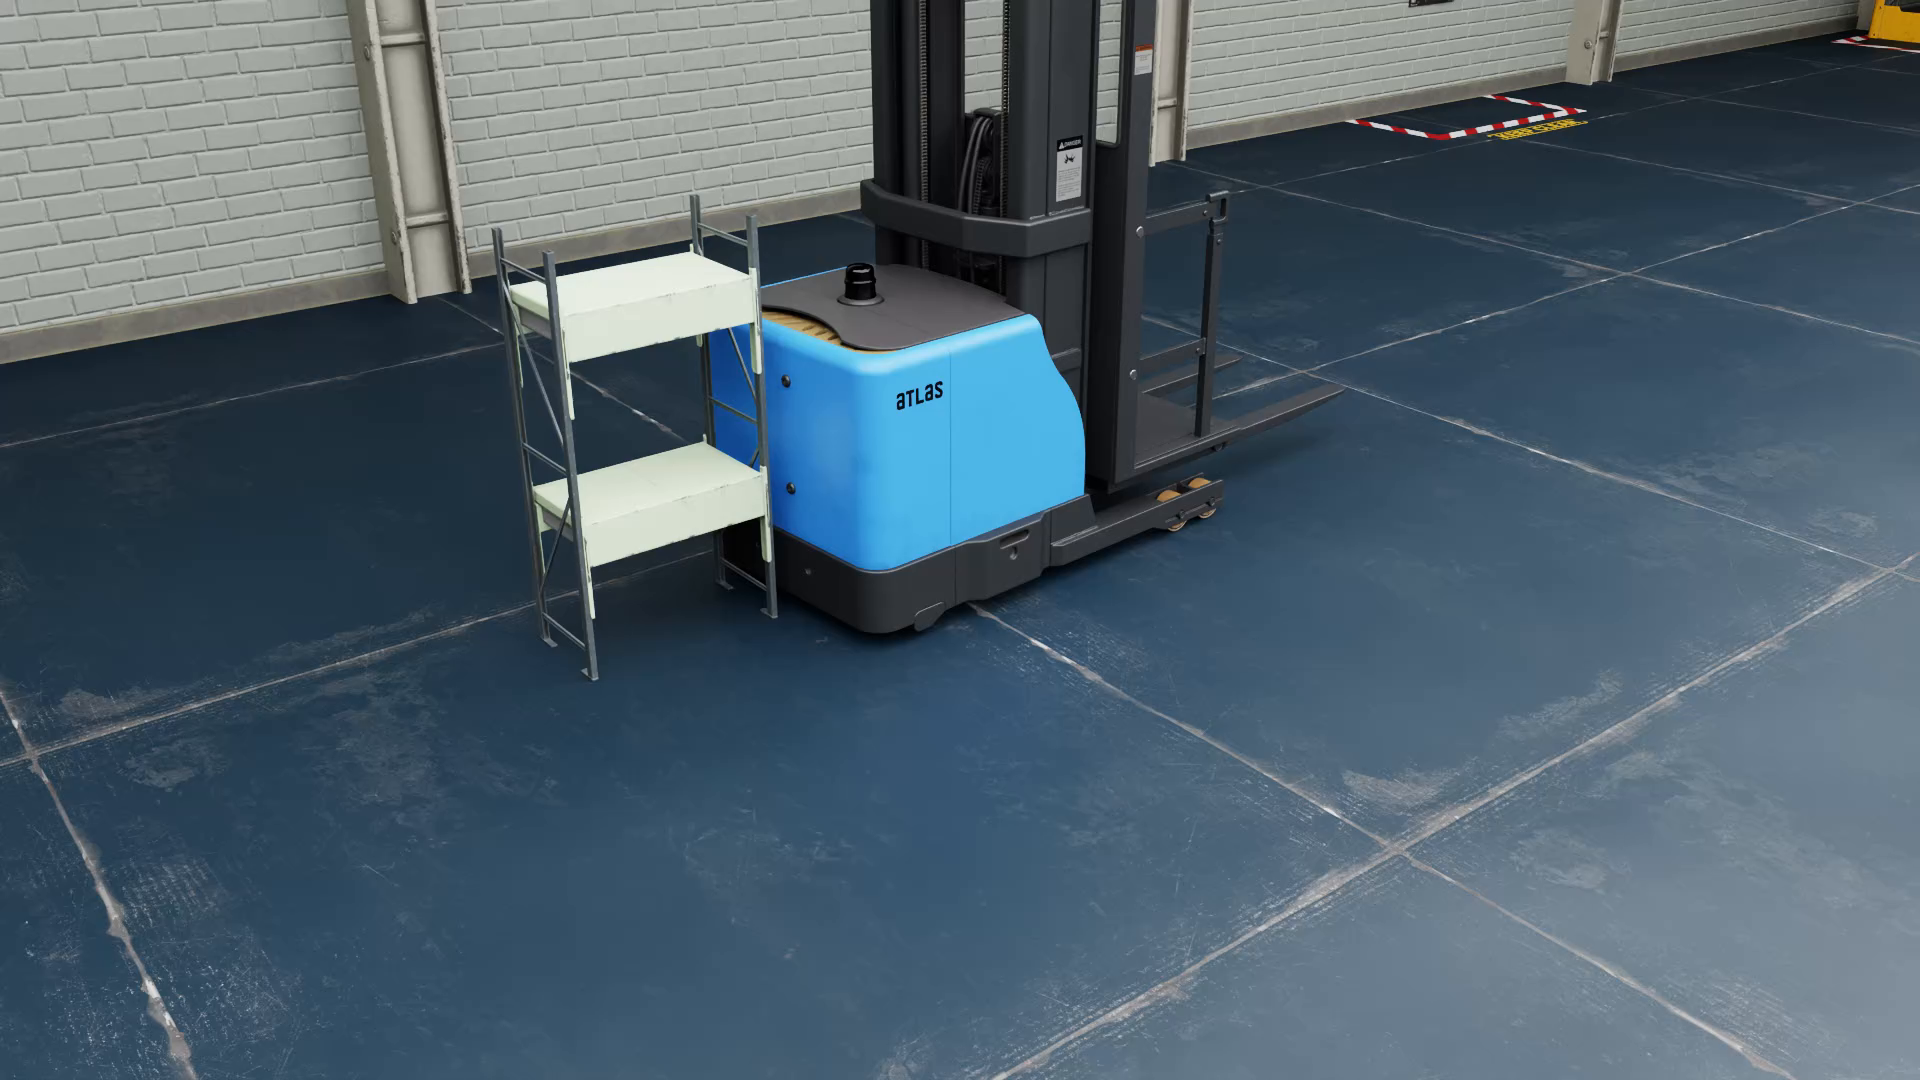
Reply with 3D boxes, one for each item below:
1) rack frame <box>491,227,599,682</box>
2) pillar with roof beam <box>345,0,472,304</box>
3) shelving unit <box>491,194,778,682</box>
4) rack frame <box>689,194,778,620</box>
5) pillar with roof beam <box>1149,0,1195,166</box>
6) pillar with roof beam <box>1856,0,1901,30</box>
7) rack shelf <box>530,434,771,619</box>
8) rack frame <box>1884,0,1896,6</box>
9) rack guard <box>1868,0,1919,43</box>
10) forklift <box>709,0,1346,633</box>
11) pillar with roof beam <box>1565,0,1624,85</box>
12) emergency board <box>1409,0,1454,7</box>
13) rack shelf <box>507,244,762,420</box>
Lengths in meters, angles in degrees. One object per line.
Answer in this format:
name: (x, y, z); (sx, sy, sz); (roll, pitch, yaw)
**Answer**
rack frame: (-1.376, -0.262, 5.533); (0.023, 1.500, 0.400); (-19, 31, -35)
pillar with roof beam: (-0.508, -4.136, 4.973); (0.400, 9.000, 9.100); (-18, 31, -34)
shelving unit: (-1.091, -0.359, 5.741); (0.755, 1.500, 0.431); (-19, 31, -35)
rack frame: (-0.806, -0.455, 5.949); (0.023, 1.500, 0.400); (-19, 31, -35)
pillar with roof beam: (4.214, -5.695, 8.332); (0.400, 9.000, 9.100); (-18, 31, -34)
pillar with roof beam: (13.657, -8.812, 15.048); (0.400, 9.000, 9.100); (-18, 31, -34)
rack shelf: (-1.091, -0.063, 5.878); (0.720, 0.370, 0.431); (-19, 31, -35)
rack frame: (10.983, -7.049, 18.375); (0.127, 3.000, 1.000); (-18, 31, -34)
rack guard: (11.043, -5.935, 18.944); (0.348, 0.500, 1.175); (-18, 31, -34)
forklift: (0.463, -1.509, 6.520); (3.031, 2.935, 1.130); (-21, 32, -38)
pillar with roof beam: (8.935, -7.254, 11.690); (0.400, 9.000, 9.100); (-18, 31, -34)
emergency board: (4.293, -5.333, 14.678); (0.626, 1.169, 0.157); (-18, 31, -34)
rack shelf: (-1.091, -0.713, 5.577); (0.720, 0.370, 0.431); (-19, 31, -35)
